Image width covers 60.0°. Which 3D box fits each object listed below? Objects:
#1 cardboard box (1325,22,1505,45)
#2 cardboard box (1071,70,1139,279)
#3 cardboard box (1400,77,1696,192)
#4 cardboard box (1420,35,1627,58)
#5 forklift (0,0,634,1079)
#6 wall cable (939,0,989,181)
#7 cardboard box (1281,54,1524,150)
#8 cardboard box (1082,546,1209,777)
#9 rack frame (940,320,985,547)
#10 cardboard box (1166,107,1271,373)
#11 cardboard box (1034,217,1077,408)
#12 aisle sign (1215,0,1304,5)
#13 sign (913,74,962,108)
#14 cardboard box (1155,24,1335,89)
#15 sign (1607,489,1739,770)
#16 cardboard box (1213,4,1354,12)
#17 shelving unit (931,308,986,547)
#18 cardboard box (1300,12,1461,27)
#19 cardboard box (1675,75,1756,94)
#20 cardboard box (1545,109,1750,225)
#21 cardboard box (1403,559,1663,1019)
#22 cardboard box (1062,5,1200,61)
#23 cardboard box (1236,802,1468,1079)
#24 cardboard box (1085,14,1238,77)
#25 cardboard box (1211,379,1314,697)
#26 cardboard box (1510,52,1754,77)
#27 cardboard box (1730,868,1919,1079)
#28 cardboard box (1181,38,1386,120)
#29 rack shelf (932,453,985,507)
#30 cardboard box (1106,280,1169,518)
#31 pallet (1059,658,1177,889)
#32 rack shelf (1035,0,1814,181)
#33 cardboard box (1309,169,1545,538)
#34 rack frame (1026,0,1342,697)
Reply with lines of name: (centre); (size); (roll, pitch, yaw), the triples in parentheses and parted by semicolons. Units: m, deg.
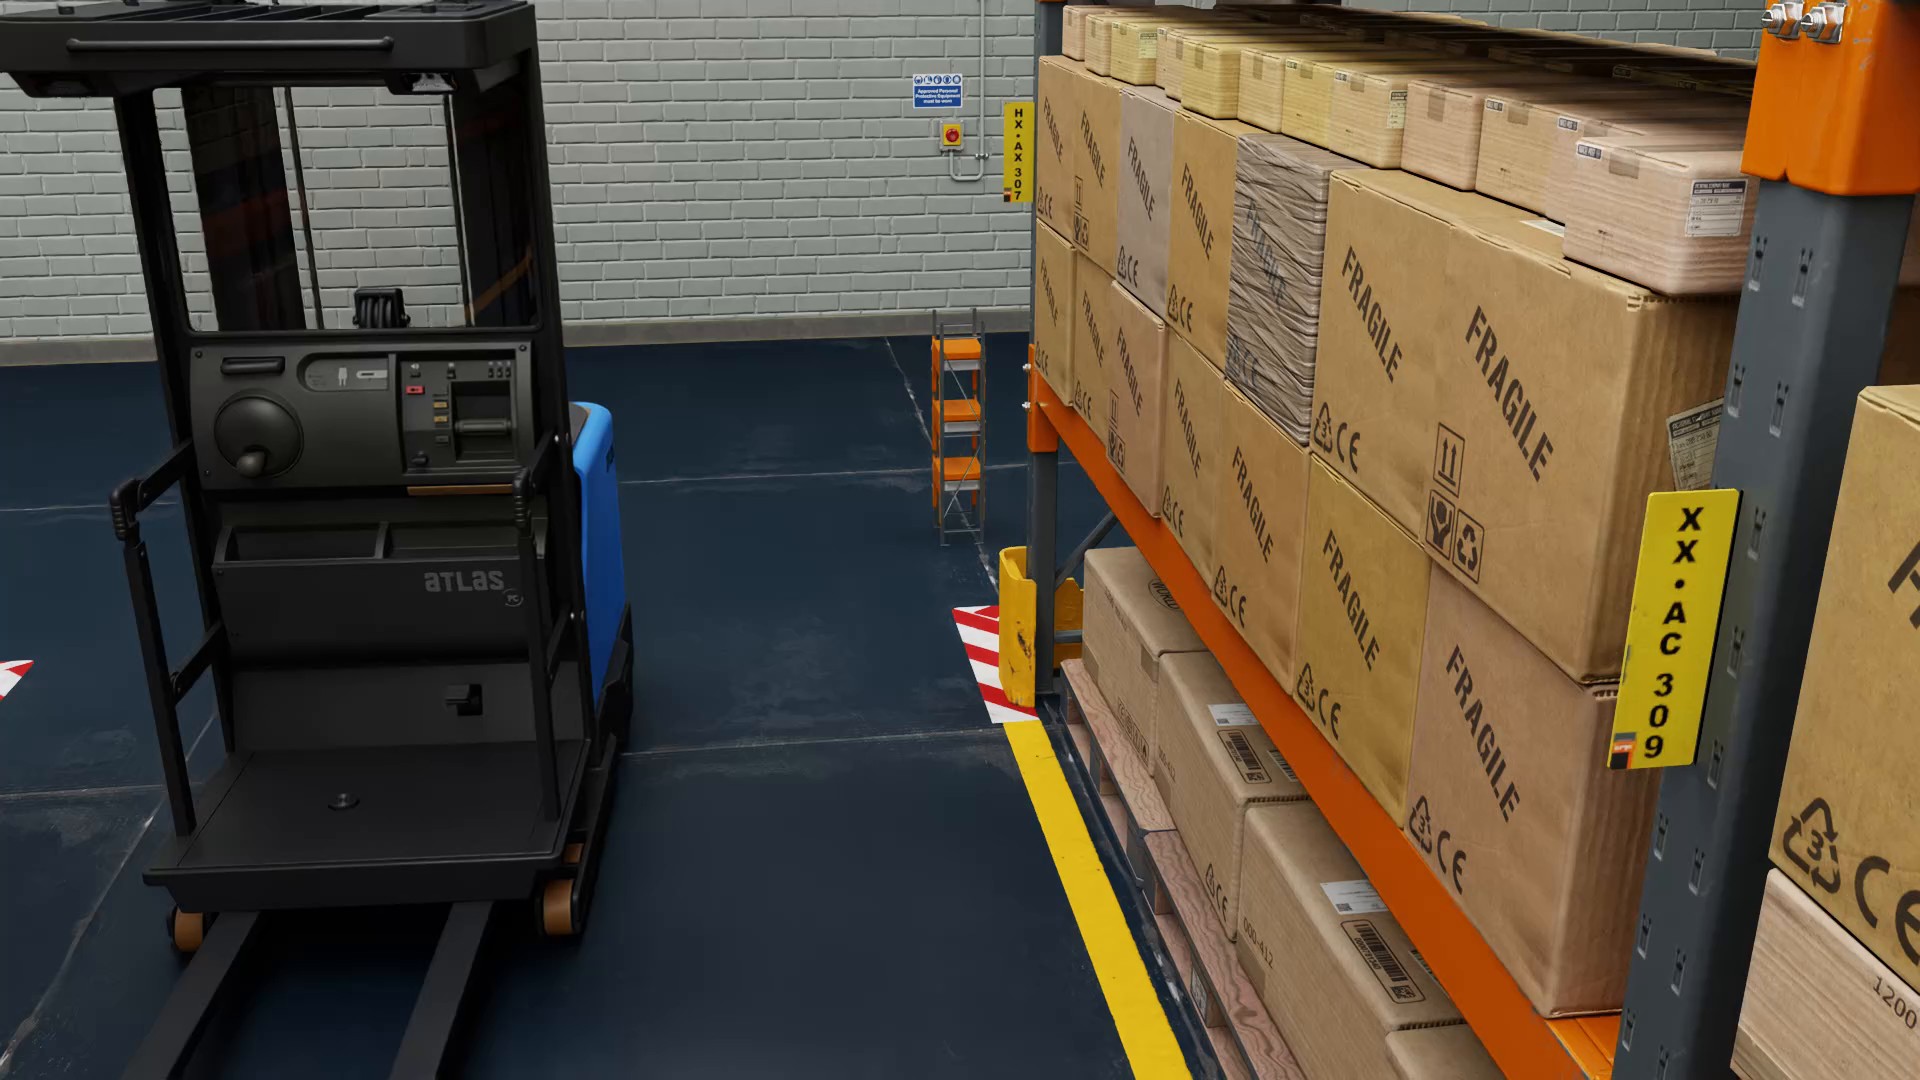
cardboard box: (1.139, -1.219, 4.194); (0.380, 0.149, 0.250); (-3, 21, -8)
cardboard box: (0.614, -1.026, 4.603); (0.500, 0.500, 0.500); (-3, 21, -9)
cardboard box: (0.951, -0.665, 2.709); (0.380, 0.149, 0.250); (-3, 21, -8)
cardboard box: (1.253, -1.044, 3.724); (0.380, 0.149, 0.250); (-2, 21, -6)
forklift: (-1.645, -0.344, 4.447); (1.130, 2.935, 3.031); (-2, 21, -4)
wall cable: (-0.091, -3.311, 10.798); (0.585, 1.953, 0.123); (-3, 21, -8)
cardboard box: (0.841, -0.840, 3.179); (0.380, 0.149, 0.250); (-3, 21, -9)
cardboard box: (0.939, 0.358, 5.533); (0.875, 0.438, 0.875); (-4, 21, -10)
rack frame: (0.010, -0.468, 7.469); (0.200, 1.050, 0.008); (-3, 21, -8)
cardboard box: (0.769, -0.675, 3.665); (0.500, 0.500, 0.500); (-3, 21, -8)
cardboard box: (0.530, -0.736, 5.256); (0.500, 0.500, 0.500); (-3, 21, -8)
aisle sign: (1.042, -2.128, 5.411); (0.394, 0.787, 0.004); (-3, 21, -8)
sign: (-0.147, -2.966, 10.984); (0.327, 0.218, 0.001); (-3, 21, -8)
cardboard box: (0.701, -1.190, 4.117); (0.380, 0.149, 0.250); (-3, 21, -7)
sign: (0.773, 0.101, 1.807); (0.100, 0.325, 0.005); (-3, 21, -8)
cardboard box: (0.995, -1.574, 5.145); (0.380, 0.149, 0.250); (-3, 21, -7)
shelving unit: (-0.008, -0.510, 7.582); (0.215, 1.050, 0.252); (-3, 21, -8)
cardboard box: (1.176, -1.403, 4.685); (0.380, 0.149, 0.250); (-3, 21, -8)
cardboard box: (1.427, -0.689, 2.776); (0.380, 0.149, 0.250); (-3, 21, -8)
cardboard box: (1.032, -0.491, 2.245); (0.380, 0.149, 0.250); (-2, 21, -6)
cardboard box: (1.002, 0.321, 2.427); (0.500, 0.500, 0.500); (-3, 21, -7)
cardboard box: (0.523, -1.552, 5.085); (0.380, 0.149, 0.250); (-2, 21, -7)
cardboard box: (1.208, 0.986, 3.850); (0.875, 0.438, 0.875); (-4, 21, -9)
cardboard box: (0.555, -1.369, 4.595); (0.380, 0.149, 0.250); (-2, 21, -6)
cardboard box: (0.835, -0.030, 3.367); (0.500, 0.500, 0.500); (-3, 21, -9)
cardboard box: (1.299, -0.866, 3.248); (0.380, 0.149, 0.250); (-3, 21, -8)
cardboard box: (1.106, 0.518, 1.542); (0.500, 0.250, 0.500); (-4, 21, -9)
cardboard box: (0.704, -1.013, 3.641); (0.380, 0.149, 0.250); (-3, 21, -9)
rack shelf: (-0.008, -0.240, 7.683); (0.215, 0.259, 0.240); (-3, 21, -8)
cardboard box: (0.686, -0.385, 4.317); (0.500, 0.500, 0.500); (-3, 21, -8)
pallet: (0.938, 0.710, 5.514); (1.003, 0.211, 1.213); (-3, 21, -8)
rack shelf: (1.034, -1.245, 3.504); (1.077, 0.370, 4.000); (-3, 21, -8)
cardboard box: (0.915, -0.325, 2.728); (0.500, 0.500, 0.500); (-3, 21, -9)
rack frame: (0.745, -0.869, 5.757); (1.000, 3.000, 0.127); (-3, 21, -8)
